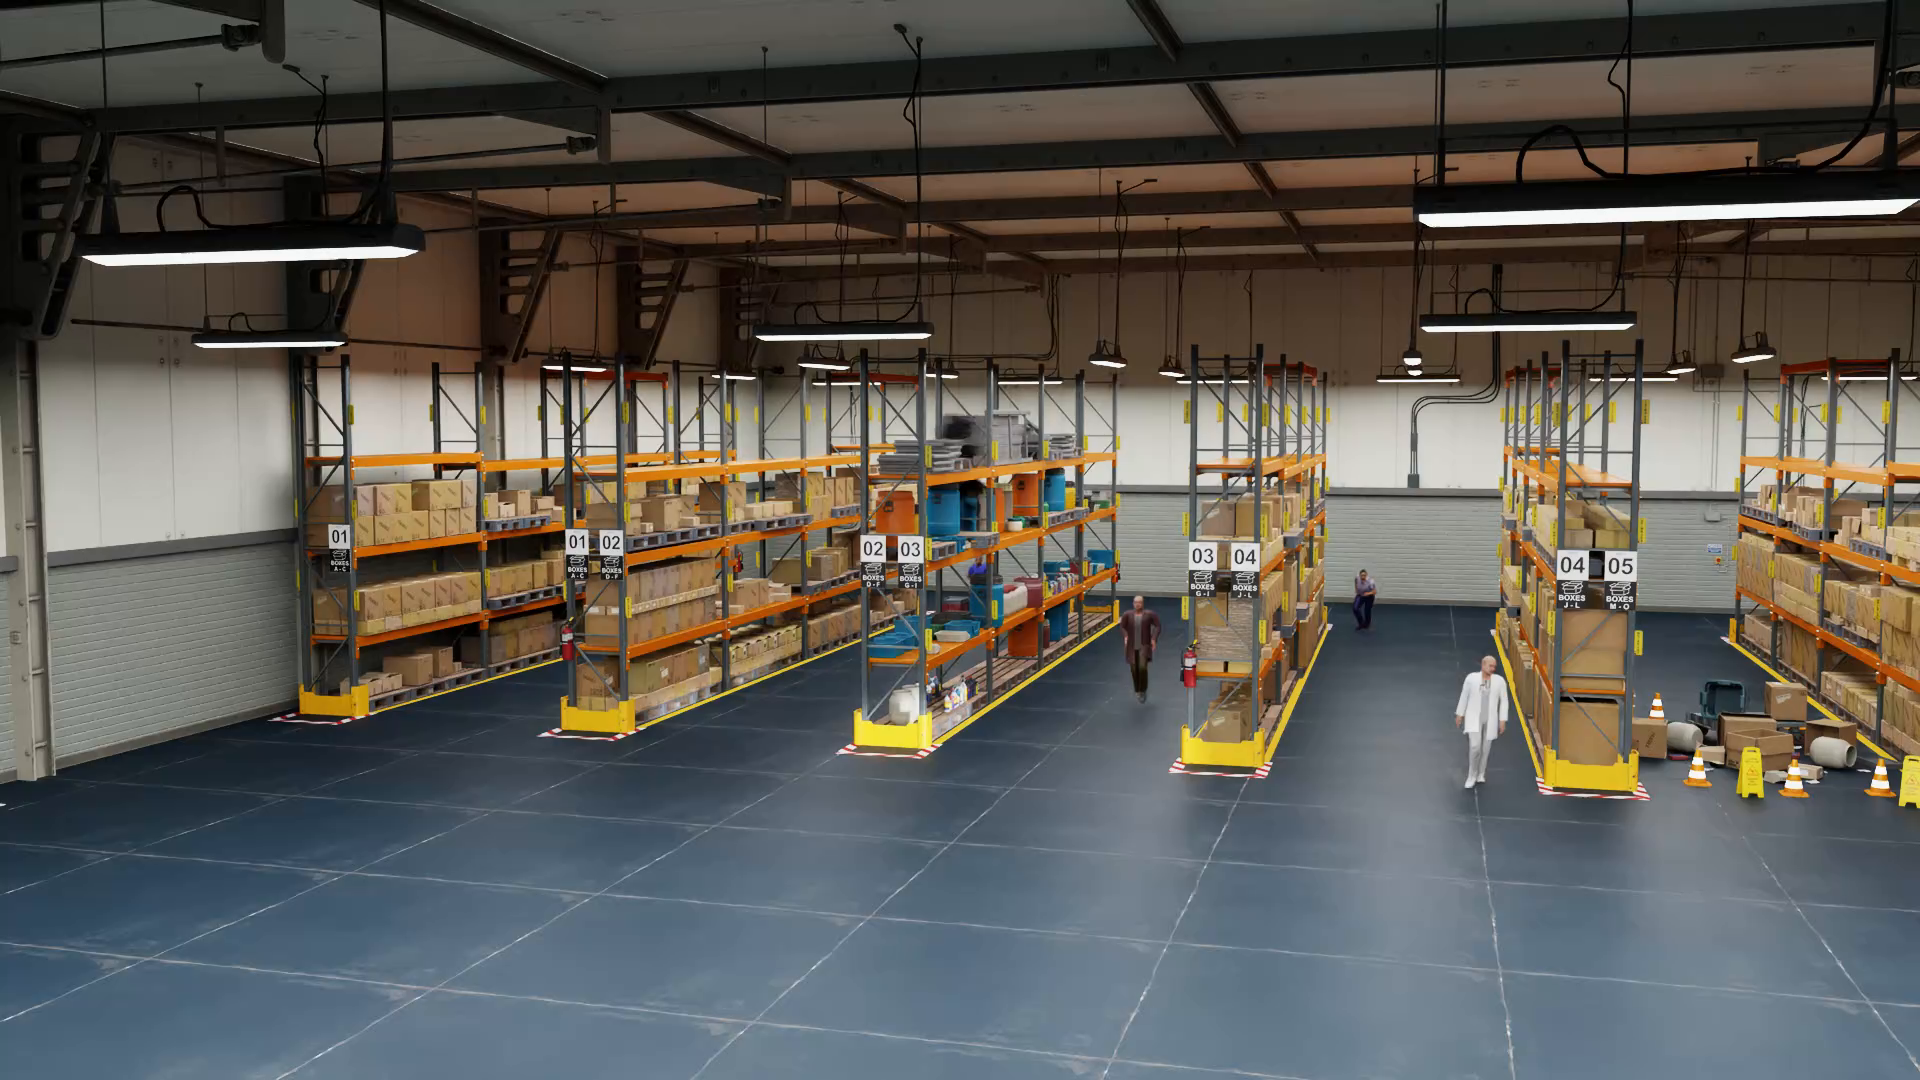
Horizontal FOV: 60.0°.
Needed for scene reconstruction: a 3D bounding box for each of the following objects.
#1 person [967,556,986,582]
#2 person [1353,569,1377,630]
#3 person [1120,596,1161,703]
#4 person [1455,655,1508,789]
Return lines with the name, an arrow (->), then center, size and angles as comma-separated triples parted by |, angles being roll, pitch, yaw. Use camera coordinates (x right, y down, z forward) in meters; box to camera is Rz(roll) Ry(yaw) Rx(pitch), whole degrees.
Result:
person -> 0.469, 1.160, 40.793 | 0.576, 1.602, 0.638 | 0, 4, 4
person -> 9.411, 1.361, 38.549 | 0.617, 1.436, 1.078 | 2, 5, 28
person -> 2.983, 1.812, 27.584 | 0.663, 1.803, 0.793 | 1, 4, 16
person -> 7.057, 2.444, 22.478 | 0.645, 1.802, 0.635 | 0, 4, 4
